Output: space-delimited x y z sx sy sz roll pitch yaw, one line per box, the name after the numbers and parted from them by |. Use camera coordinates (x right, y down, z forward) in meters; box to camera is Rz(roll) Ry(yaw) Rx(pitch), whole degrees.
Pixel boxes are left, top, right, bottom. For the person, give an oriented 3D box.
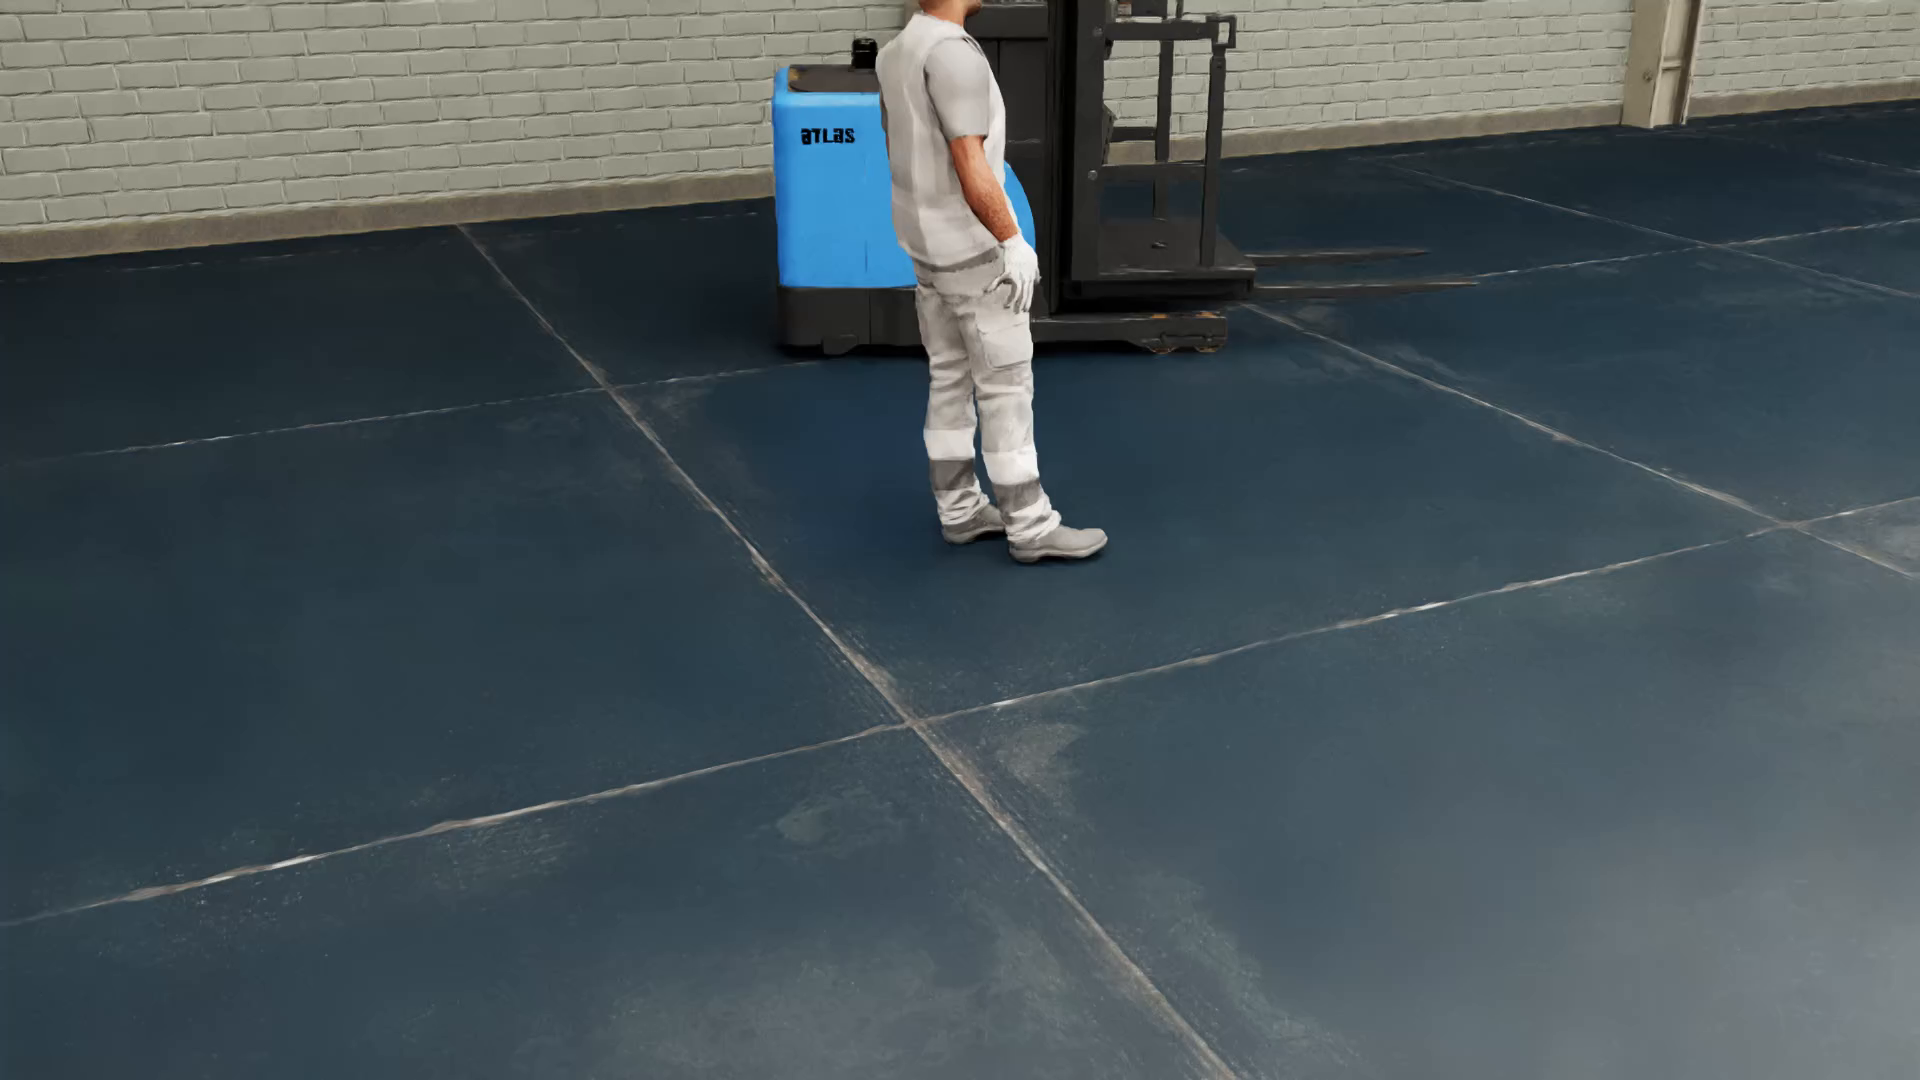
0.078 -0.842 4.783 0.563 1.787 0.637 -10 25 -23 | person

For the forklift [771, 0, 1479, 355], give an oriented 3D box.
0.715 -2.335 6.908 3.031 2.935 1.130 -2 23 -5 | forklift
